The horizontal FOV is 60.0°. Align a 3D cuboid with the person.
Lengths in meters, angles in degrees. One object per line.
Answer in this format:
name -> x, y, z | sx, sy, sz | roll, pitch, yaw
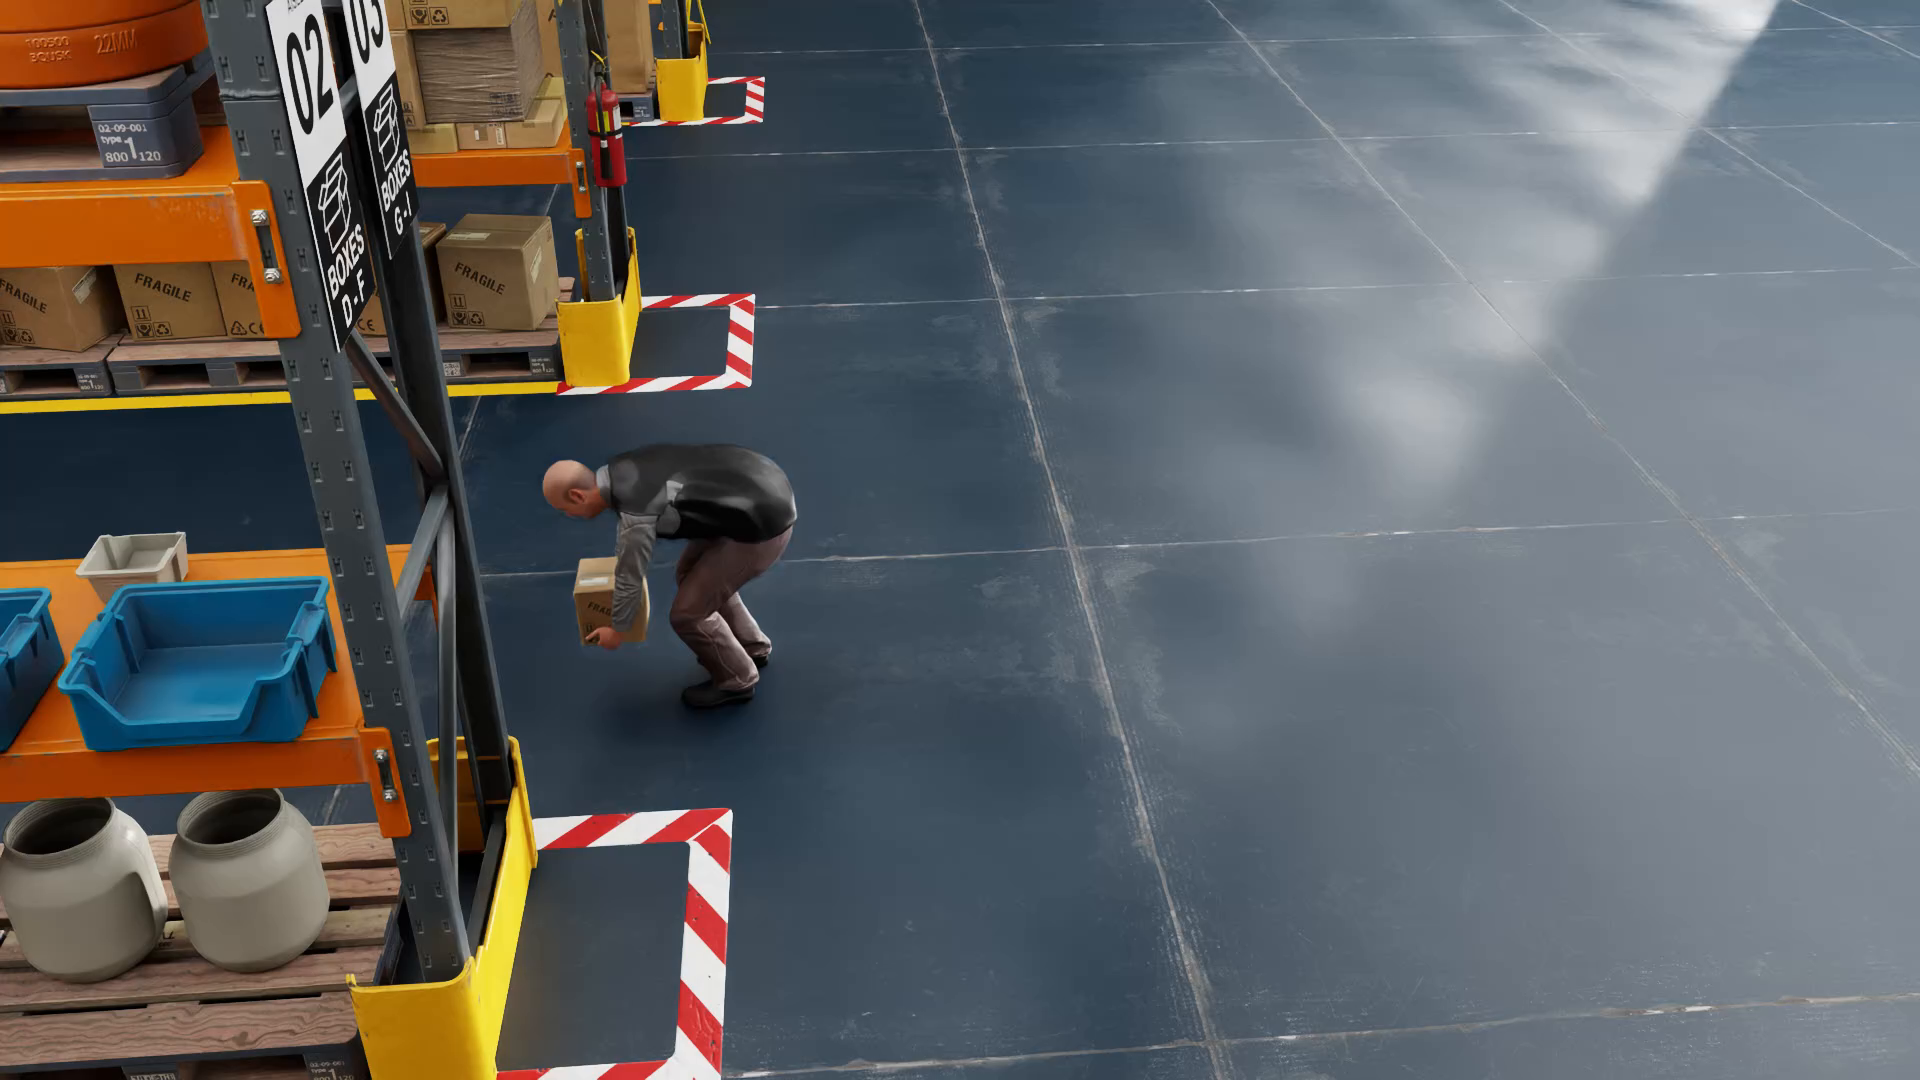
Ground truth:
person -> -1.107, 0.128, 6.556 | 0.947, 1.094, 0.493 | -4, 31, -7
